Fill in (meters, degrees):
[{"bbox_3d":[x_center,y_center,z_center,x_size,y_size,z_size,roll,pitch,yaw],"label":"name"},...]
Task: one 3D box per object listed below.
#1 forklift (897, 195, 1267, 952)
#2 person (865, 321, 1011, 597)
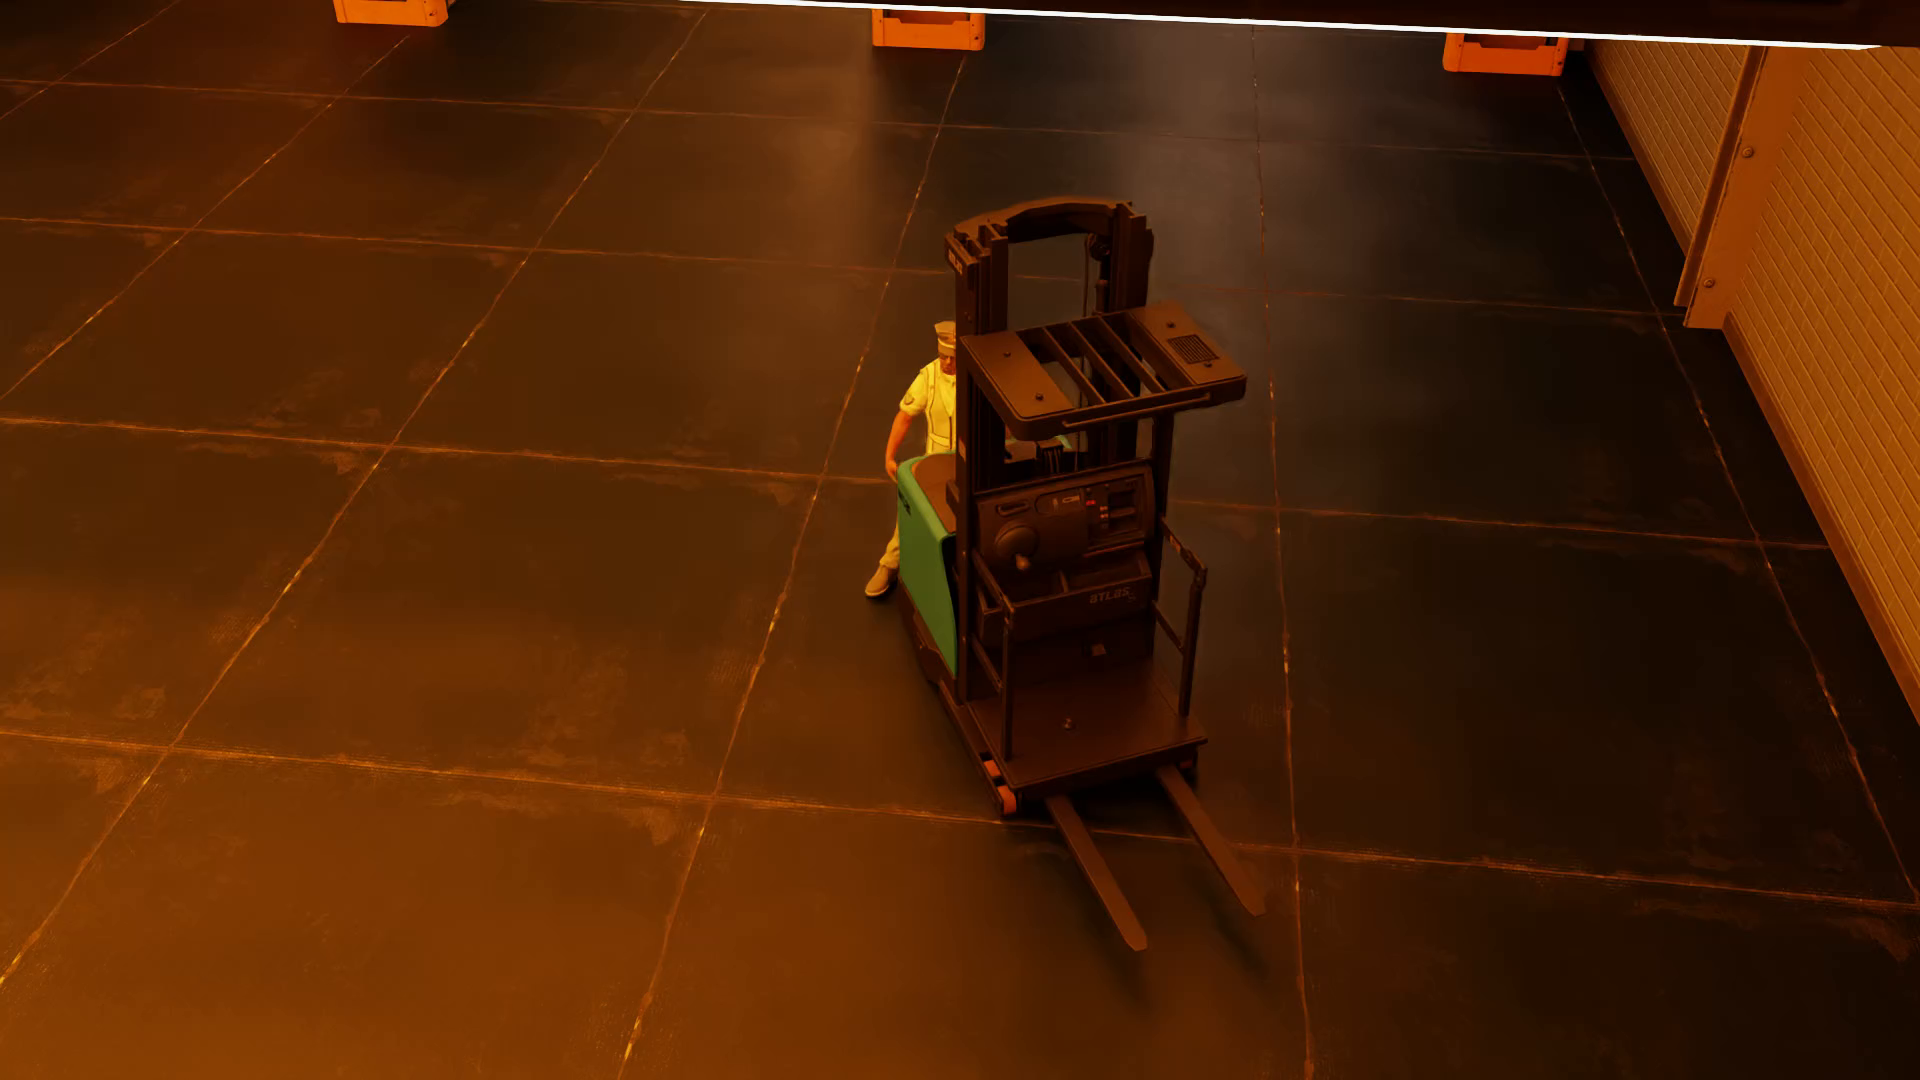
[{"bbox_3d":[0.607,-0.035,8.078,1.130,2.935,3.031,-12,38,-16],"label":"forklift"},{"bbox_3d":[-0.117,-0.426,9.657,0.734,1.673,0.733,14,39,18],"label":"person"}]
